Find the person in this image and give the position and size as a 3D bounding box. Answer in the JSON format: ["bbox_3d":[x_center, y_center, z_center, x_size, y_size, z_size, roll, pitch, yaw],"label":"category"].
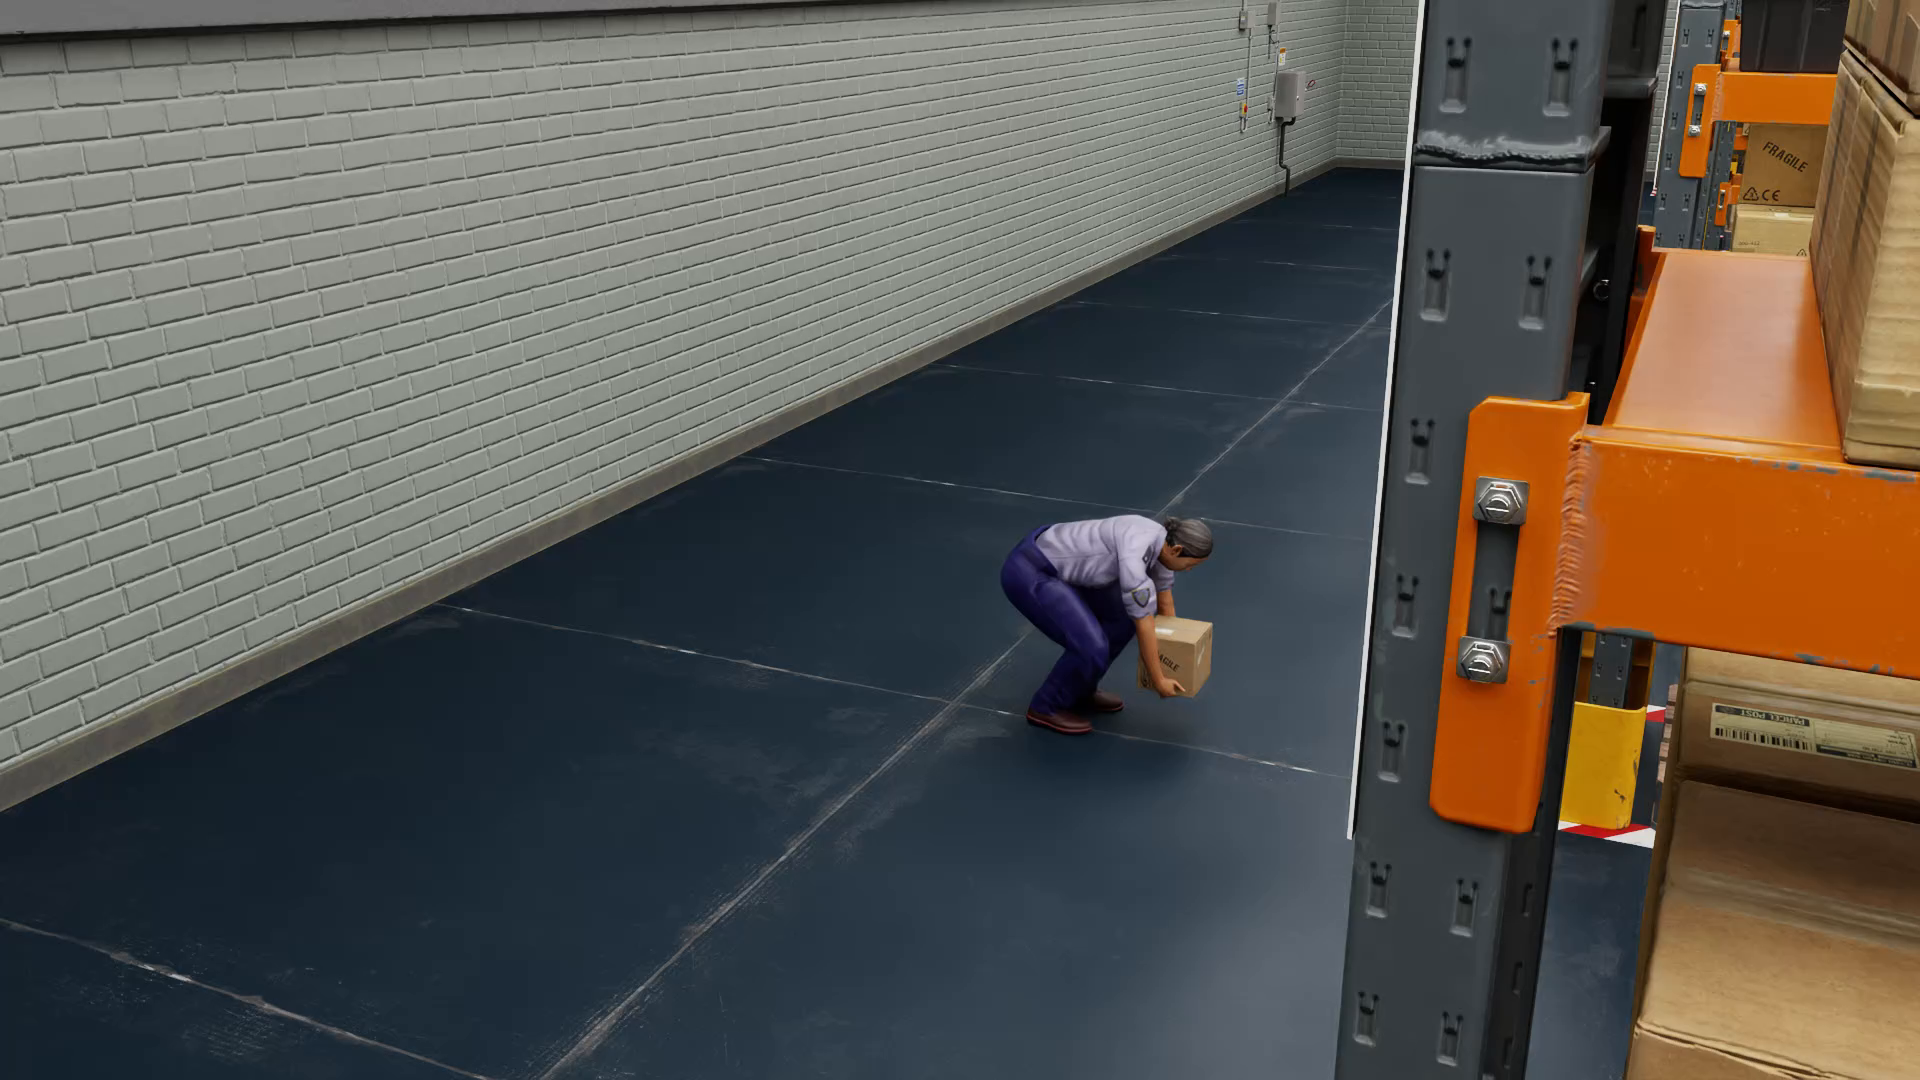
[{"bbox_3d":[0.627,0.335,7.156,0.891,0.975,0.507,7,20,20],"label":"person"}]
